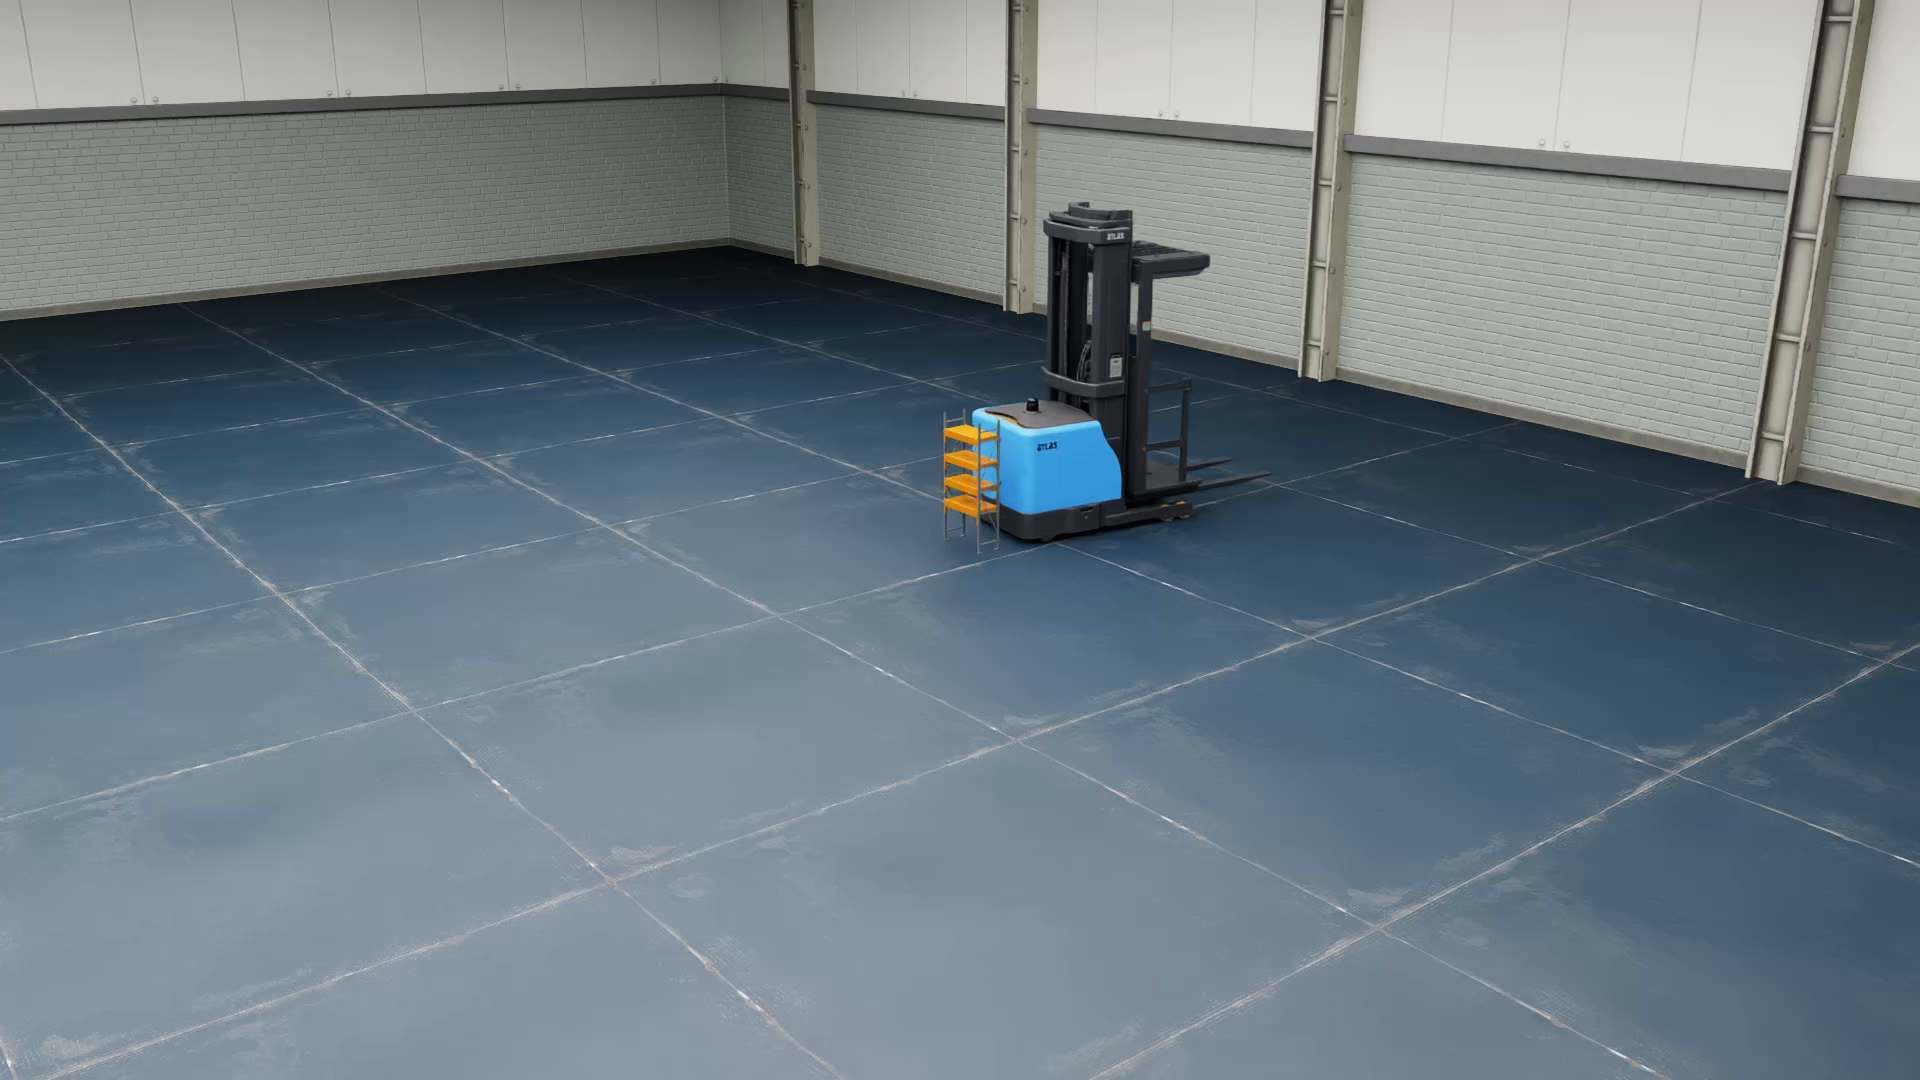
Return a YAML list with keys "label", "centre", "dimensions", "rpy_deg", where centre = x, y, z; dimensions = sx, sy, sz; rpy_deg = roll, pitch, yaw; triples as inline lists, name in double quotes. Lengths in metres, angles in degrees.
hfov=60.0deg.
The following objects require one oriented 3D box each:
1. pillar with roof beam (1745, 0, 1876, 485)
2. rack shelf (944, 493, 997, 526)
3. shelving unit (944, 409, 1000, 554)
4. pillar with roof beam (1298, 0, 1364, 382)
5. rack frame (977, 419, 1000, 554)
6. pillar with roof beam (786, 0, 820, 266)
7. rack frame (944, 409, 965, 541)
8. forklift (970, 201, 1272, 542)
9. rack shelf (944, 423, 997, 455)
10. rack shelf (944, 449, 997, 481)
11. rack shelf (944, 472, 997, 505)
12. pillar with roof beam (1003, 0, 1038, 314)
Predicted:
- label: "pillar with roof beam"
  centre: [4.996, -4.069, 13.222]
  dimensions: [9.100, 9.000, 0.400]
  rpy_deg: [-14, 23, -36]
- label: "rack shelf"
  centre: [0.103, -0.276, 15.022]
  dimensions: [0.258, 0.148, 0.480]
  rpy_deg: [-14, 23, -36]
- label: "shelving unit"
  centre: [0.103, -0.529, 14.938]
  dimensions: [0.258, 1.200, 0.503]
  rpy_deg: [-14, 23, -36]
- label: "pillar with roof beam"
  centre: [1.271, -5.547, 17.687]
  dimensions: [9.100, 9.000, 0.400]
  rpy_deg: [-14, 23, -36]
- label: "rack frame"
  centre: [0.254, -0.469, 14.757]
  dimensions: [0.240, 1.200, 0.015]
  rpy_deg: [-14, 23, -36]
- label: "pillar with roof beam"
  centre: [-6.180, -8.504, 26.617]
  dimensions: [9.100, 9.000, 0.400]
  rpy_deg: [-14, 23, -36]
- label: "rack frame"
  centre: [-0.049, -0.589, 15.120]
  dimensions: [0.240, 1.200, 0.015]
  rpy_deg: [-14, 23, -36]
- label: "forklift"
  centre: [1.631, -1.696, 15.709]
  dimensions: [3.031, 2.935, 1.130]
  rpy_deg: [-10, 21, -29]
- label: "rack shelf"
  centre: [0.103, -0.902, 14.815]
  dimensions: [0.258, 0.148, 0.480]
  rpy_deg: [-14, 23, -36]
- label: "rack shelf"
  centre: [0.103, -0.677, 14.889]
  dimensions: [0.258, 0.148, 0.480]
  rpy_deg: [-14, 23, -36]
- label: "rack shelf"
  centre: [0.103, -0.465, 14.959]
  dimensions: [0.258, 0.148, 0.480]
  rpy_deg: [-14, 23, -36]
- label: "pillar with roof beam"
  centre: [-2.454, -7.026, 22.152]
  dimensions: [9.100, 9.000, 0.400]
  rpy_deg: [-14, 23, -36]
